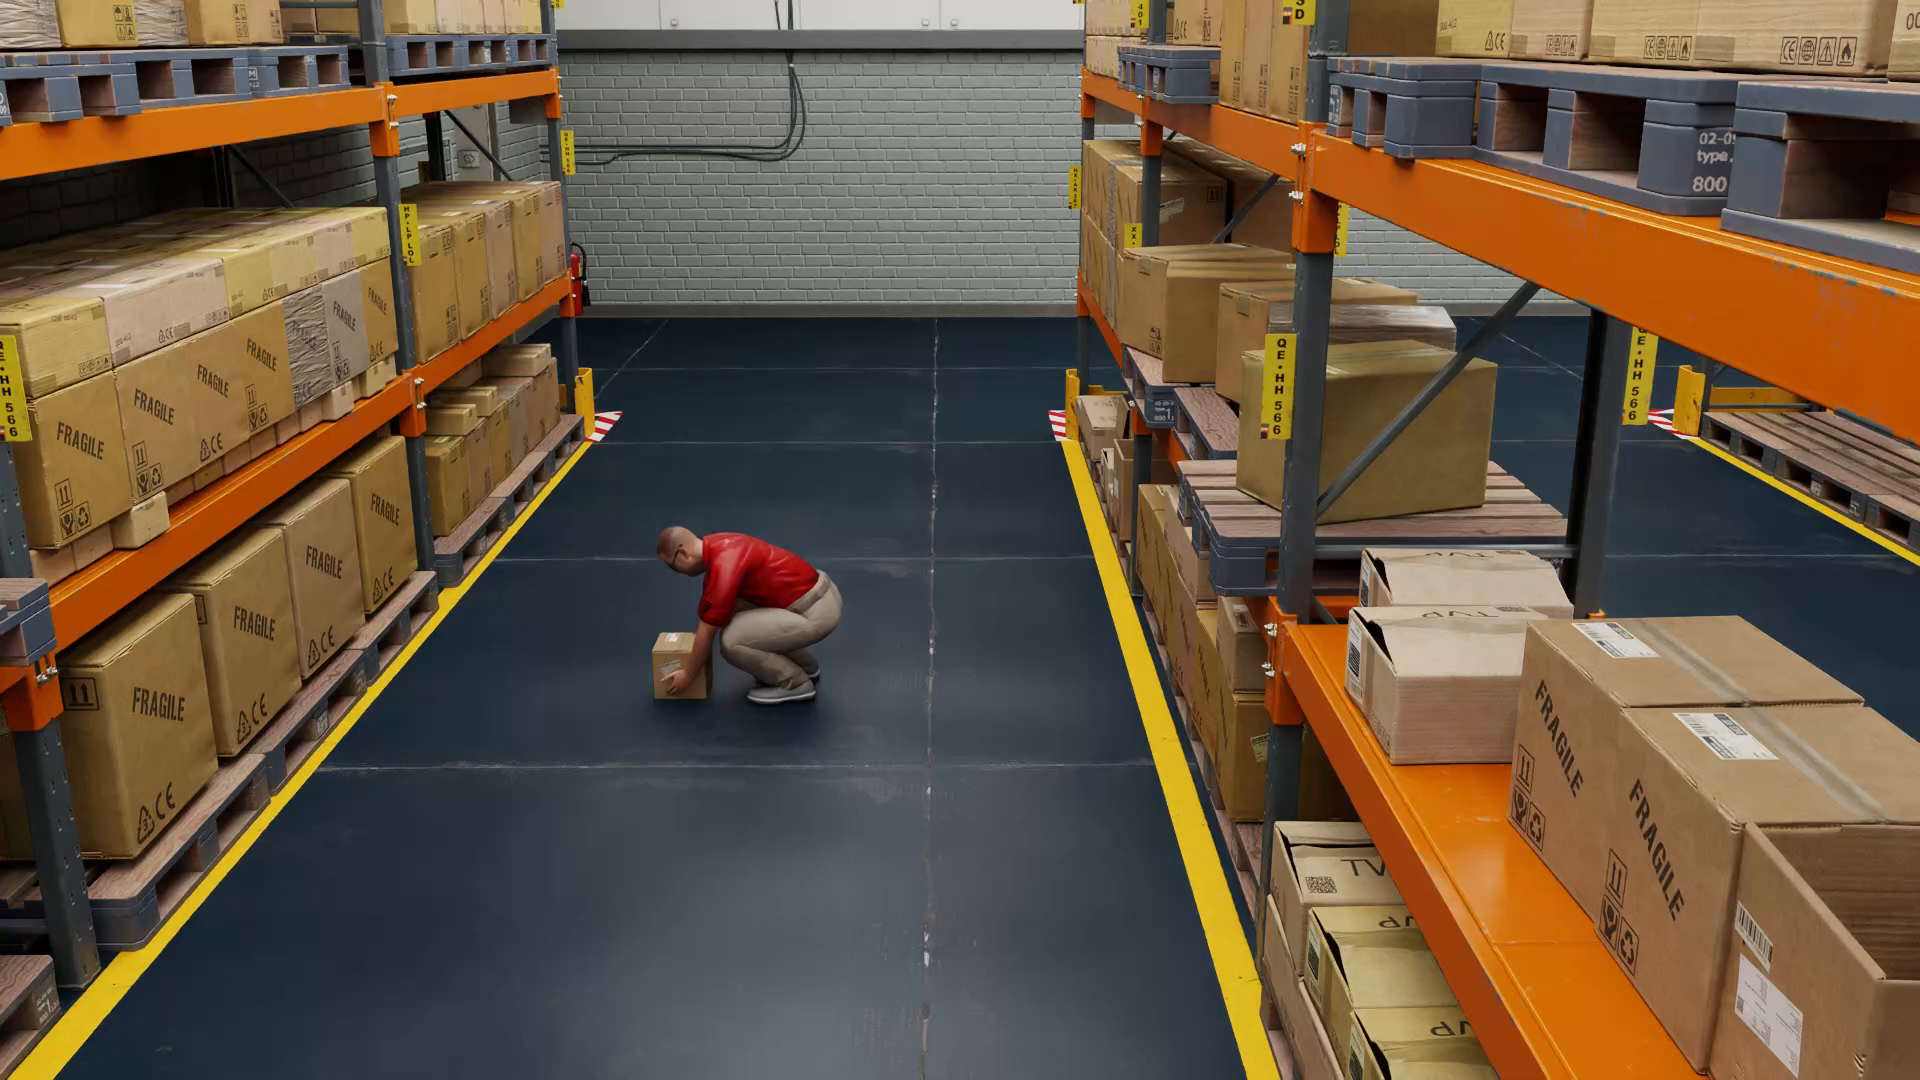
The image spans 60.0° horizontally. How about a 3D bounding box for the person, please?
[{"bbox_3d":[-1.003,0.329,8.006,0.866,0.856,0.555,0,17,-1],"label":"person"}]
